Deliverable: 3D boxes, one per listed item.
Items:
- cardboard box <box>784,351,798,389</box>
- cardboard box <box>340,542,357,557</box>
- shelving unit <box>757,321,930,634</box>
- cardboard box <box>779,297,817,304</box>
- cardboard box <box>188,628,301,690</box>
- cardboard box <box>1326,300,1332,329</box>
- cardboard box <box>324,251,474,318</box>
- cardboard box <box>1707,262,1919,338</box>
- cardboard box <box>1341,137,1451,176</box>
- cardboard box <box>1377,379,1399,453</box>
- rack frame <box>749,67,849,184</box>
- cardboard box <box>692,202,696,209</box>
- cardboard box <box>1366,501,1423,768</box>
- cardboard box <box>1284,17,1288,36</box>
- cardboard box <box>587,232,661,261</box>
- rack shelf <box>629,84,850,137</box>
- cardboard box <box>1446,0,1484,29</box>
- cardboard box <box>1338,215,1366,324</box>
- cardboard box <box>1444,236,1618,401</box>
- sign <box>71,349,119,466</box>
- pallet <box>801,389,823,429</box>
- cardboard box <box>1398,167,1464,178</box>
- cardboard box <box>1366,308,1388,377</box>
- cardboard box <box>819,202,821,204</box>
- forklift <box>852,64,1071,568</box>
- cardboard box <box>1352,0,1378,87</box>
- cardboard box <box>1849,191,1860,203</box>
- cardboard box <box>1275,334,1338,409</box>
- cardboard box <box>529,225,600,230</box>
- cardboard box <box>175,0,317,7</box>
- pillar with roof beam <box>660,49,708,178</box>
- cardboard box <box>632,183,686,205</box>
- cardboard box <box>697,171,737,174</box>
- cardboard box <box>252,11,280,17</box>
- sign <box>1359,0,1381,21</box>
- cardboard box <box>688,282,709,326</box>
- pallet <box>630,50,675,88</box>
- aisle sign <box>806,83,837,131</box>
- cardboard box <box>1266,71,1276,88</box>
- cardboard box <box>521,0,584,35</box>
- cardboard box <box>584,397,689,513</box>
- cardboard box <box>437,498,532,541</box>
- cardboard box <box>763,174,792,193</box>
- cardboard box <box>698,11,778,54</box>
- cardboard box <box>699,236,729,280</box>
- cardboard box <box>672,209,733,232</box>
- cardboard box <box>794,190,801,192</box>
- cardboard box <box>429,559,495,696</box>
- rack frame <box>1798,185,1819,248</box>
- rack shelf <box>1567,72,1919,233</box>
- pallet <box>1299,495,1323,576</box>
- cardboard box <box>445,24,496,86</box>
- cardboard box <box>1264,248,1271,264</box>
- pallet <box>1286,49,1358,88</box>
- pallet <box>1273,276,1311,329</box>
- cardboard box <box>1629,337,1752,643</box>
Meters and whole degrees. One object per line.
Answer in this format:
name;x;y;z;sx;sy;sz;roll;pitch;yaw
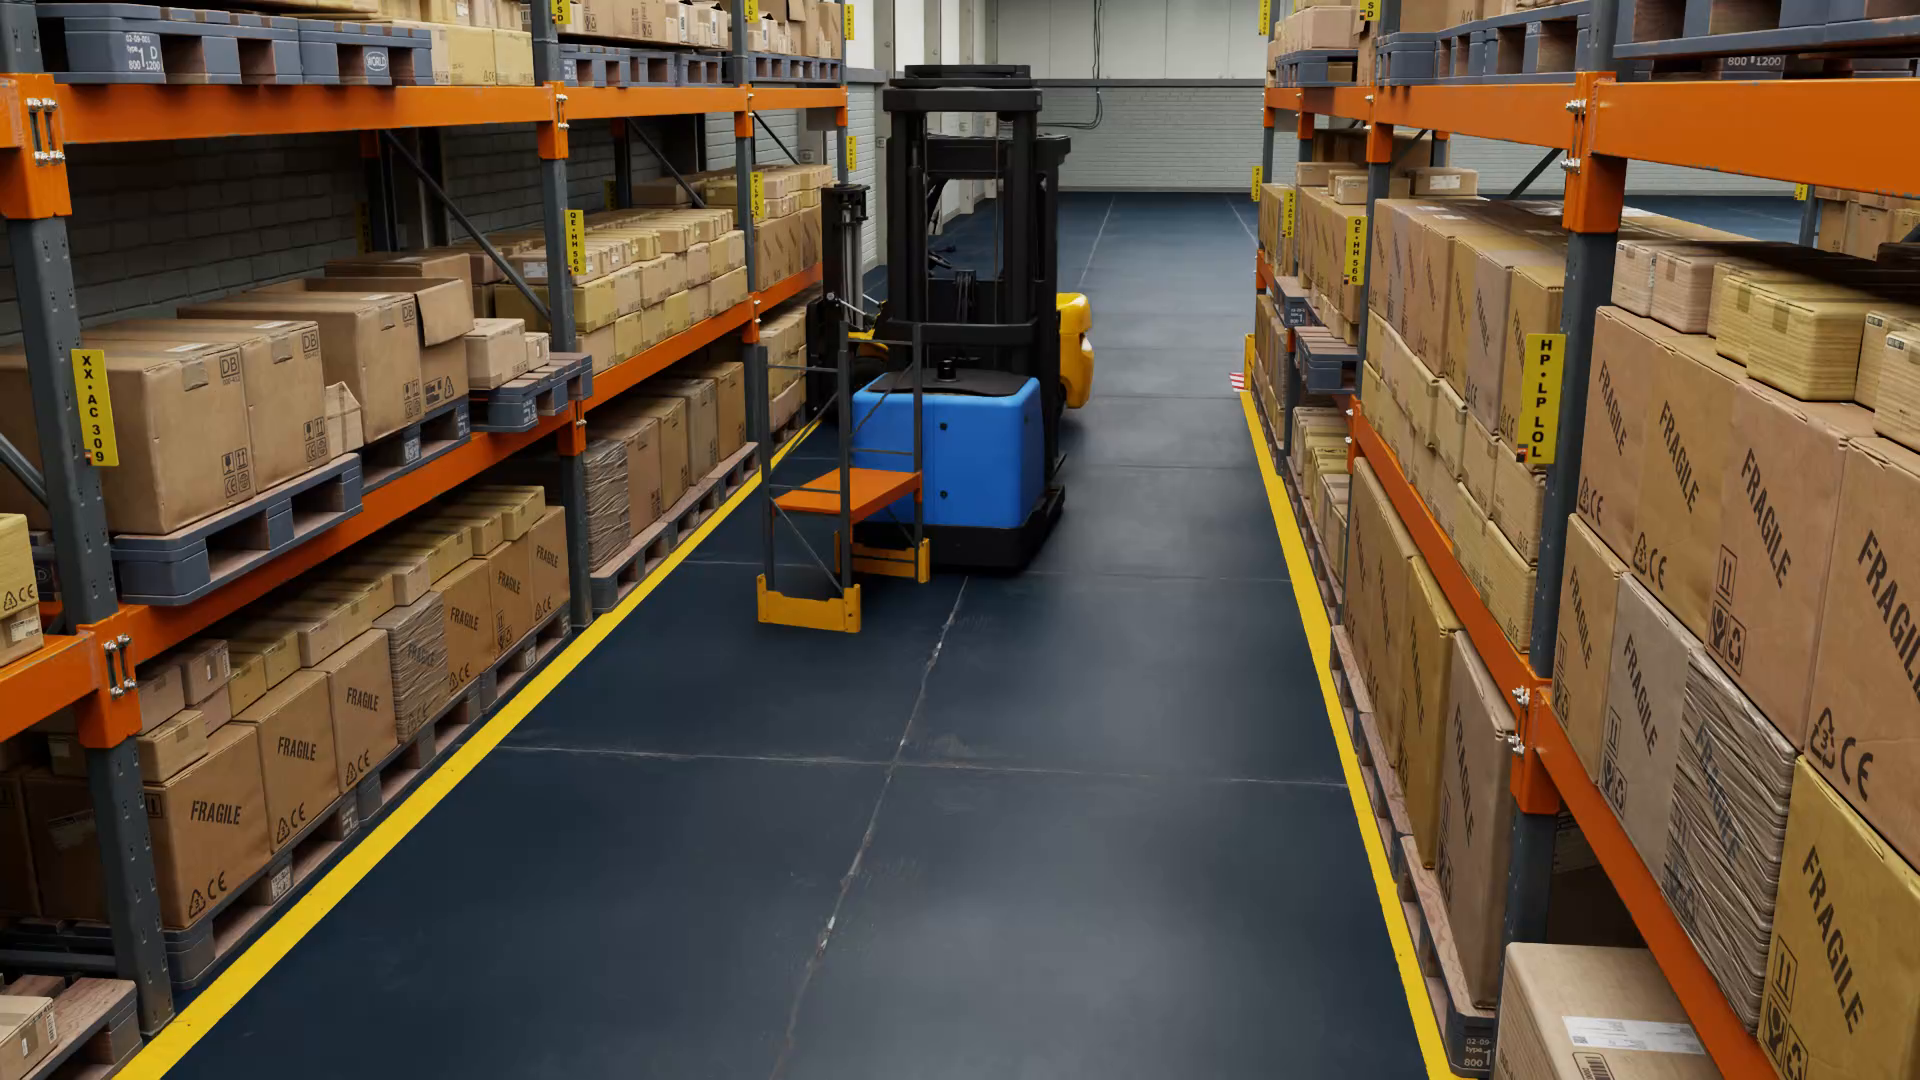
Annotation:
cardboard box;-1.622;-1.400;13.600;0.500;0.250;0.500;2;15;6
cardboard box;-2.986;0.020;7.581;0.380;0.149;0.250;1;15;4
shelving unit;-0.637;-0.384;9.210;0.587;1.500;1.083;6;16;20
cardboard box;-1.428;-2.040;15.006;0.500;0.250;0.500;2;15;7
cardboard box;-2.647;0.431;6.062;0.380;0.149;0.250;1;15;5
cardboard box;2.224;-1.231;9.144;0.380;0.149;0.250;1;15;4
cardboard box;-2.703;-1.121;8.066;0.500;0.500;0.500;2;15;9
cardboard box;1.698;-0.452;3.237;0.380;0.149;0.250;2;15;6
cardboard box;3.159;-2.674;12.126;0.700;0.500;0.500;2;15;6
cardboard box;2.097;-0.528;7.157;0.500;0.250;0.500;1;15;5
rack frame;-1.587;-3.074;16.284;1.000;3.000;0.127;2;15;6
cardboard box;-2.264;-2.555;12.930;0.380;0.149;0.250;1;15;5
cardboard box;2.177;0.377;6.788;0.875;0.875;0.875;2;15;7
cardboard box;2.793;-4.097;13.273;0.380;0.149;0.250;2;15;7
cardboard box;-2.026;-1.770;10.026;0.380;0.149;0.250;2;15;7
rack shelf;-1.813;-3.656;14.068;1.077;0.370;4.000;2;15;6
cardboard box;2.550;-2.452;7.236;0.797;0.503;0.637;1;15;3
cardboard box;2.218;-1.375;8.433;0.500;0.500;0.500;1;15;5
cardboard box;1.920;-0.736;5.530;0.500;0.500;0.500;2;15;8
sign;-2.401;-0.366;4.609;0.100;0.325;0.005;2;15;6
pallet;-1.772;-1.213;14.743;1.003;0.211;1.213;2;15;6
cardboard box;3.001;-2.294;10.589;0.380;0.149;0.250;1;15;5
cardboard box;2.140;-0.899;7.569;0.500;0.250;0.500;2;15;6
cardboard box;-1.450;-2.853;15.274;0.500;0.500;0.500;2;15;8
forklift;0.121;-1.592;10.933;1.130;2.935;3.031;3;15;10
cardboard box;2.586;-2.748;9.135;0.797;0.503;0.637;2;15;6
cardboard box;8.224;-3.162;14.255;0.875;0.550;0.550;2;15;6
cardboard box;2.694;-1.290;12.713;0.500;0.500;0.500;1;15;5
cardboard box;-2.510;-1.919;10.579;0.380;0.149;0.250;2;15;7
cardboard box;-2.399;-1.870;5.571;0.380;0.149;0.250;2;15;6
pillar with roof beam;1.716;-5.689;14.462;9.100;9.000;0.400;2;15;6
cardboard box;-2.303;-2.633;12.650;0.380;0.149;0.250;2;15;6
cardboard box;-2.091;-3.164;14.614;0.380;0.149;0.250;1;15;5
cardboard box;-2.941;-2.150;6.645;0.380;0.149;0.250;1;15;5
sign;1.904;-2.568;7.676;0.100;0.325;0.005;2;15;6
cardboard box;-1.973;-1.567;10.999;0.500;0.250;0.500;2;15;7
pallet;-2.379;-2.825;9.977;1.003;0.211;1.213;2;15;9
aisle sign;-1.288;-4.337;15.976;0.394;0.787;0.004;2;15;6
cardboard box;2.985;-4.179;15.105;0.380;0.149;0.250;2;15;6
cardboard box;-2.149;-2.667;8.483;0.380;0.166;0.250;2;15;6
cardboard box;-2.264;-0.561;10.736;0.875;0.625;0.625;1;15;4
cardboard box;-2.294;-0.101;8.031;0.380;0.149;0.250;1;15;3
cardboard box;-1.631;-3.017;14.070;0.380;0.149;0.250;2;15;6
cardboard box;-1.703;-3.901;12.771;0.500;0.311;0.500;2;15;7
cardboard box;-1.891;-1.937;11.409;0.500;0.250;0.500;1;15;5
cardboard box;-1.856;-2.303;11.998;0.380;0.149;0.250;2;15;8
cardboard box;-1.586;-2.942;14.361;0.380;0.149;0.250;2;15;6
cardboard box;-2.447;0.386;7.472;0.500;0.500;0.500;2;15;9
rack frame;8.275;-2.809;15.305;1.000;3.000;0.127;2;15;6
rack shelf;1.765;-0.399;2.021;1.077;0.370;4.000;2;15;6
pallet;2.672;-0.026;10.354;1.003;0.211;1.213;2;15;6
cardboard box;-2.363;-2.104;7.238;0.500;0.250;0.500;2;15;6
cardboard box;2.902;-2.529;14.749;0.380;0.149;0.250;2;15;7
pallet;2.604;-2.823;9.968;1.213;0.211;1.003;2;15;6
pallet;2.663;-1.605;11.218;1.003;0.211;1.213;2;15;6
cardboard box;1.634;-0.100;3.179;0.500;0.500;0.500;1;15;6
